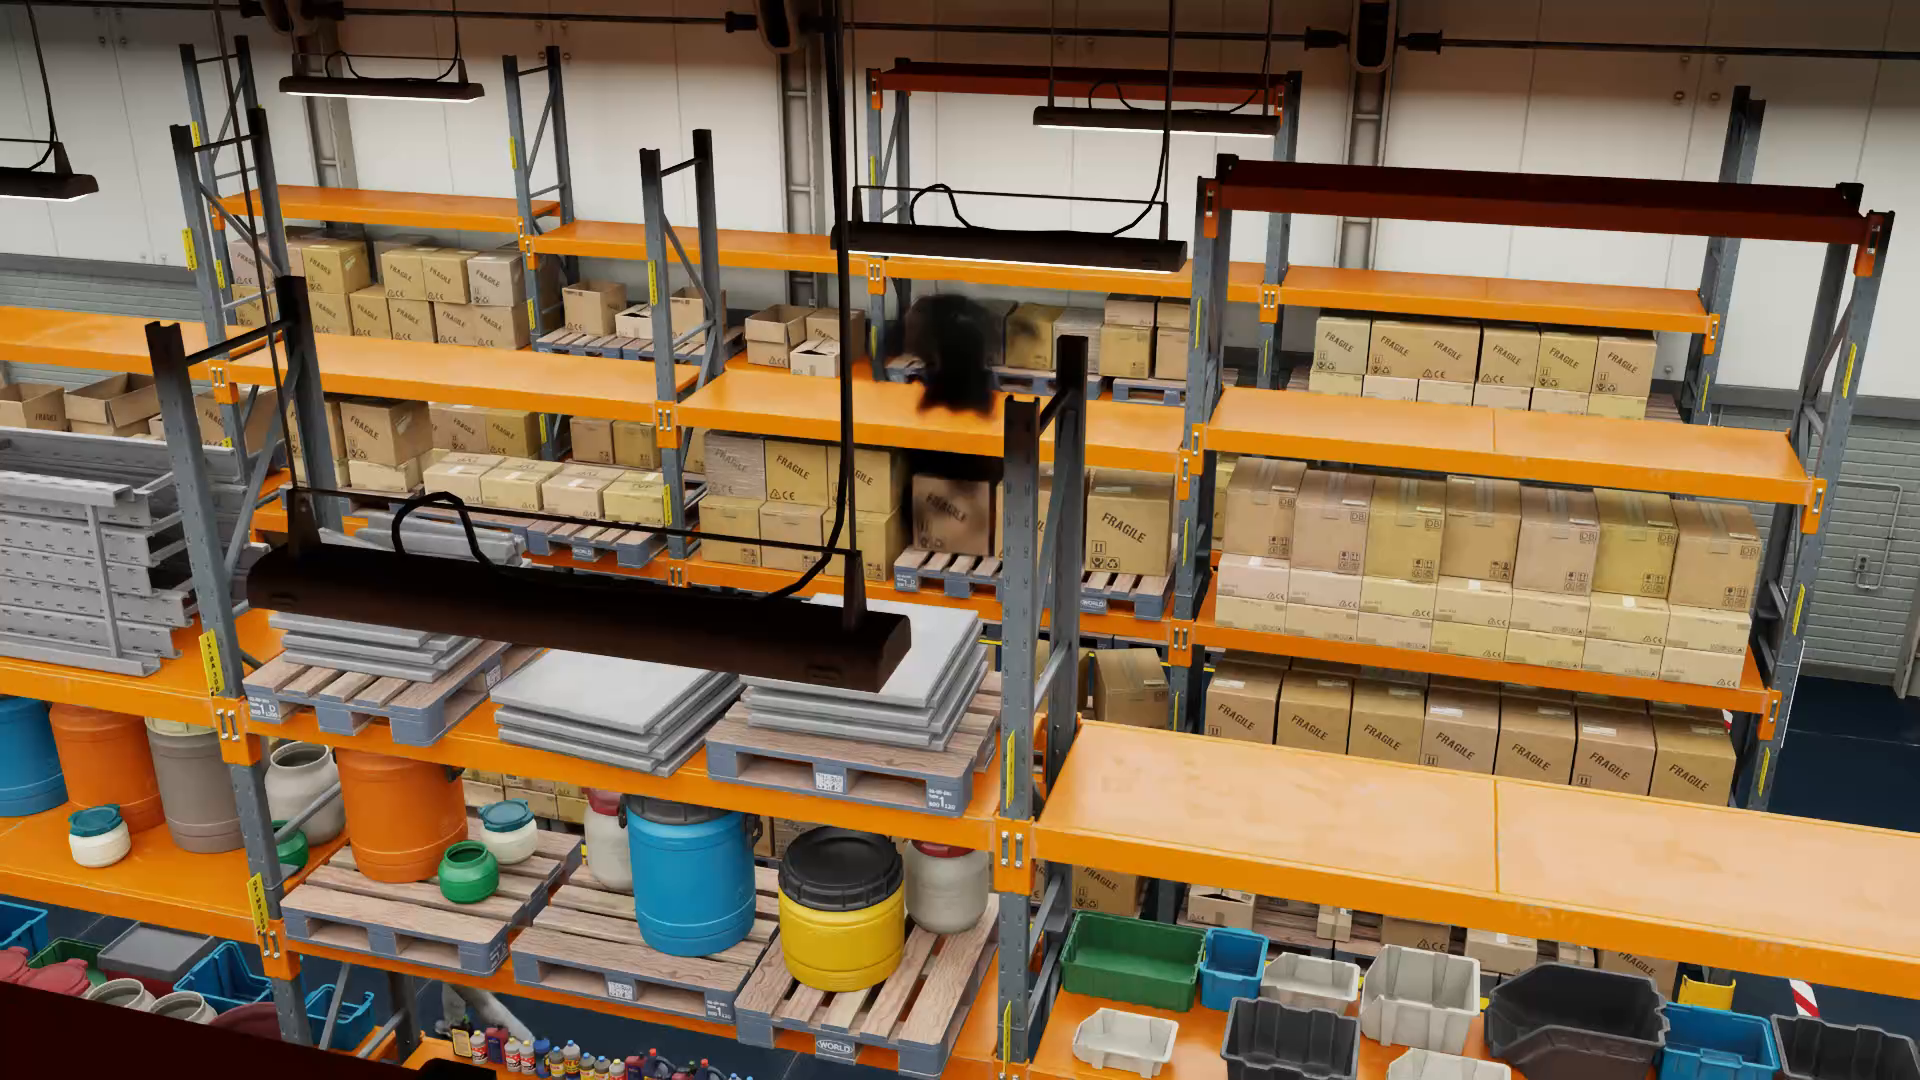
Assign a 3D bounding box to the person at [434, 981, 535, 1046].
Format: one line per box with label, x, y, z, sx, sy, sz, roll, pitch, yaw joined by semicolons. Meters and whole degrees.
person;-3.479;2.921;11.647;1.064;1.593;0.673;12;25;26
